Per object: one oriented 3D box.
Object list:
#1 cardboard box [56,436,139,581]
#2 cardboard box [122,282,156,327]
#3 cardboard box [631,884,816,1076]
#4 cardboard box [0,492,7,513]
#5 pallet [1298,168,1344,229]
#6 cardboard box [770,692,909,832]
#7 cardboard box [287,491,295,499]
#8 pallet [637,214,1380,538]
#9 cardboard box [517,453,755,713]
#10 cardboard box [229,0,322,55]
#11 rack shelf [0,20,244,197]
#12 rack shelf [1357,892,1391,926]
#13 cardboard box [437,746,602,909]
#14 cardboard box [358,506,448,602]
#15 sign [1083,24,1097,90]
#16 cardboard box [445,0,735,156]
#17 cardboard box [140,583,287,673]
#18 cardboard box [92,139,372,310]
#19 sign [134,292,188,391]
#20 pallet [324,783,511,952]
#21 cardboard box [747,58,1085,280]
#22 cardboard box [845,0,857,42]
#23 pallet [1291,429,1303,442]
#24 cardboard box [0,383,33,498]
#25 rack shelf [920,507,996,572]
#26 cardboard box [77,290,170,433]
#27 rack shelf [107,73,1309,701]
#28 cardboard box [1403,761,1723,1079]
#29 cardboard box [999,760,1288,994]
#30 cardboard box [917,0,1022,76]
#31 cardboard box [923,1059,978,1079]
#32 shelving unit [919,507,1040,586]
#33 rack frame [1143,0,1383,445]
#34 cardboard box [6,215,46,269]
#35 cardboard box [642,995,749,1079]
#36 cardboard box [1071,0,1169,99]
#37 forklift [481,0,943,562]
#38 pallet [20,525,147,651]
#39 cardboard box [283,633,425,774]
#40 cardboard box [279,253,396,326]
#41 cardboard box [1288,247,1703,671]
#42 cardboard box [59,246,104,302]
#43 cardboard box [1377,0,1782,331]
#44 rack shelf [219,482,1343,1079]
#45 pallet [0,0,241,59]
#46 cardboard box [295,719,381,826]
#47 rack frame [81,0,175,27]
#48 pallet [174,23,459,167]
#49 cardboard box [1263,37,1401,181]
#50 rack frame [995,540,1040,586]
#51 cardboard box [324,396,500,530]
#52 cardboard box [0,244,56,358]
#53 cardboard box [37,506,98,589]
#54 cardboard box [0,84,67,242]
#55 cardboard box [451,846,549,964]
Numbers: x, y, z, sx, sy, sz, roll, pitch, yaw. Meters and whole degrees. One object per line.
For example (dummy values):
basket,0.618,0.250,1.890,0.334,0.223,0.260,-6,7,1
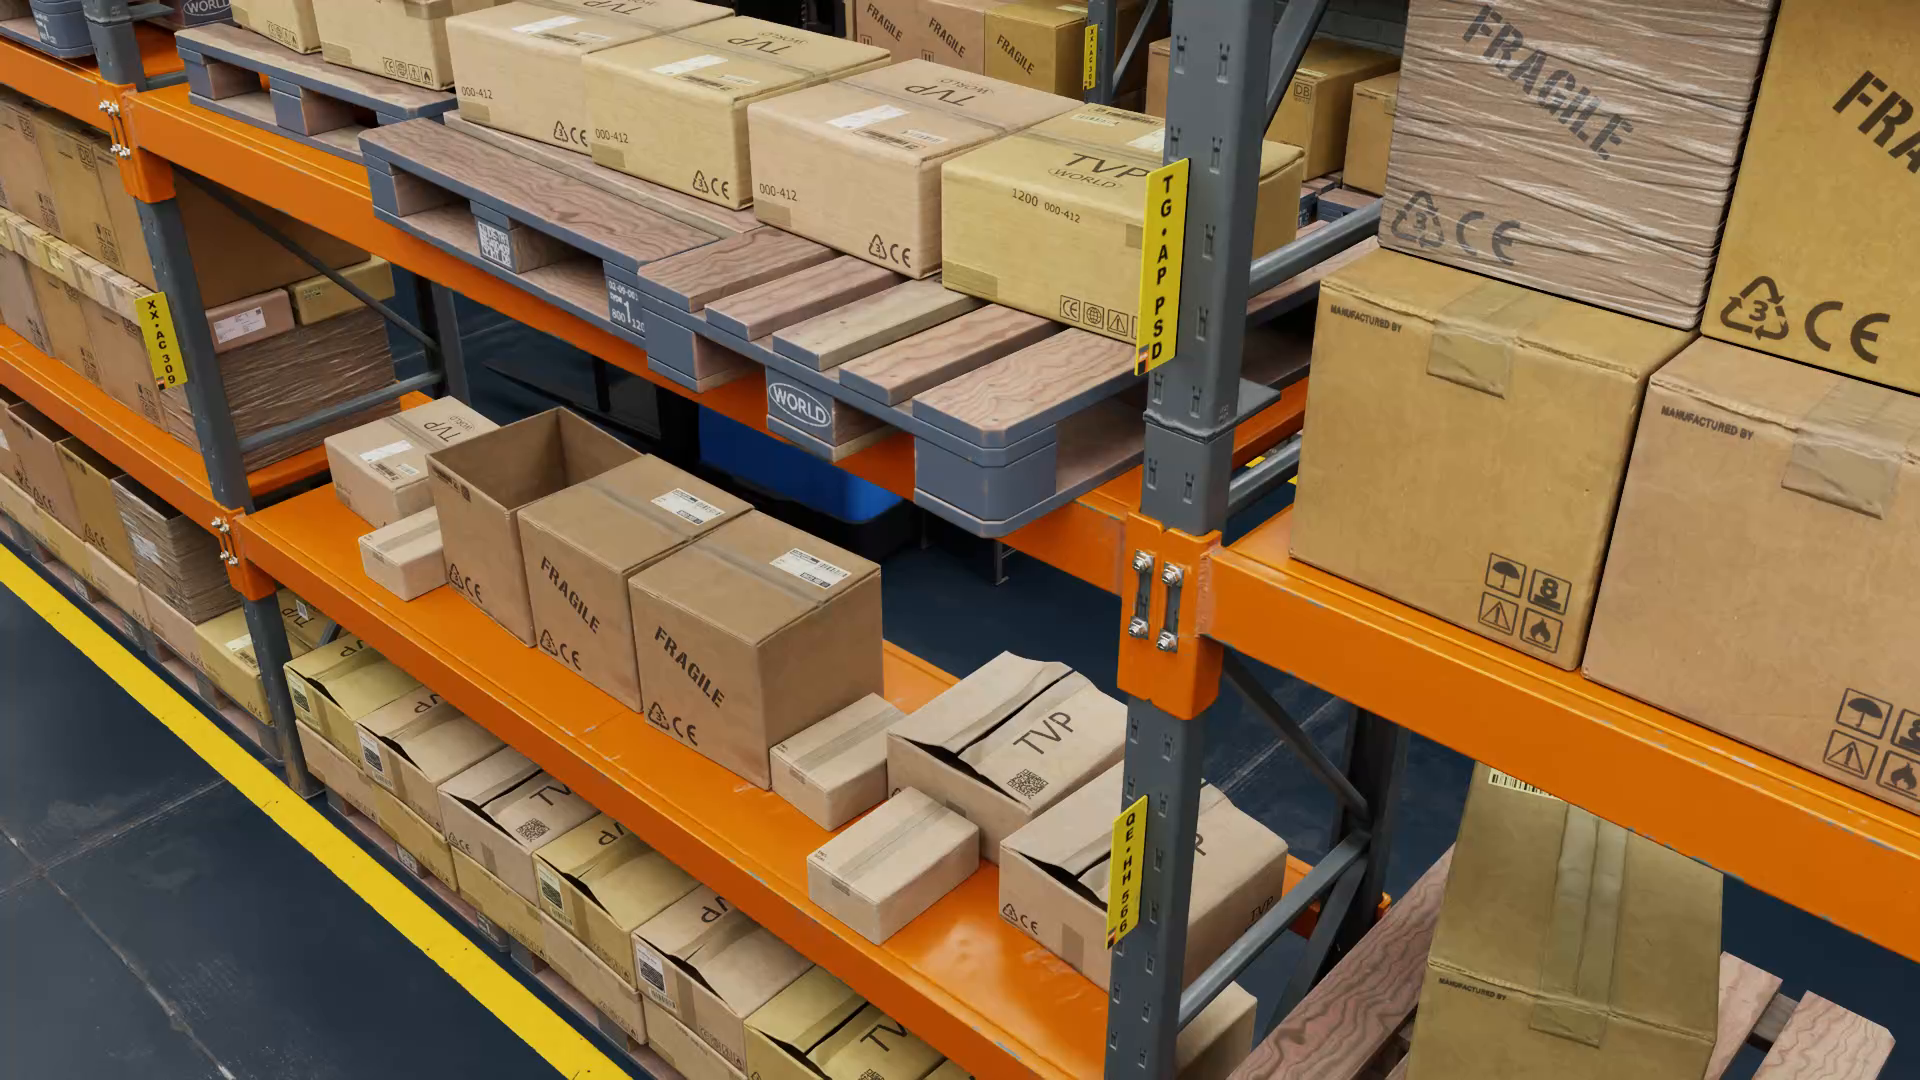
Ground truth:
cardboard box,-3.506,-0.216,7.232,0.500,0.500,0.500,25,39,35
cardboard box,-2.807,-0.886,6.087,0.250,0.149,0.380,24,39,34
cardboard box,-0.630,1.236,5.004,0.500,0.311,0.500,25,39,35
cardboard box,-4.624,-0.410,8.282,0.500,0.250,0.500,25,39,35
pallet,1.511,-1.960,8.783,1.213,0.211,1.003,25,39,35
cardboard box,-0.297,0.606,4.579,0.380,0.149,0.250,-26,40,-36
cardboard box,-2.789,-0.240,7.272,0.500,0.500,0.500,25,39,35
pallet,0.123,-0.487,3.425,1.003,0.211,1.213,27,40,37
cardboard box,-0.959,0.118,5.048,0.500,0.500,0.500,25,39,35
cardboard box,-1.829,-1.650,4.913,0.500,0.250,0.500,-25,39,-35
rack shelf,-3.763,-2.135,6.678,4.000,0.370,1.077,25,39,35
rack shelf,2.169,1.918,2.853,4.000,0.370,1.077,25,39,35
cardboard box,-1.388,0.884,5.589,0.500,0.311,0.500,24,38,34
cardboard box,-1.760,0.026,5.542,0.250,0.149,0.380,25,39,35
sign,0.683,-2.523,8.693,0.005,0.325,0.100,25,39,35
cardboard box,-0.903,-1.182,4.135,0.500,0.250,0.500,21,37,31
cardboard box,-3.134,0.278,7.139,0.500,0.250,0.500,25,39,35
cardboard box,-2.613,-1.216,6.007,0.500,0.500,0.700,25,39,35
sign,-2.651,-0.658,5.519,0.005,0.325,0.100,25,39,35
pallet,-1.707,0.968,6.437,1.213,0.211,1.003,25,39,35
cardboard box,-0.089,-0.793,3.489,0.500,0.250,0.500,26,40,36
cardboard box,-0.642,-3.202,10.059,0.500,0.500,0.500,26,40,36
pallet,2.529,-0.476,8.836,1.213,0.211,1.003,25,39,35
cardboard box,-4.246,-0.563,7.808,0.500,0.500,0.500,25,39,35
rack shelf,0.123,-0.231,7.981,0.480,0.518,0.431,25,39,35
cardboard box,-3.008,-0.840,6.641,0.500,0.500,0.700,25,39,35
rack shelf,-0.797,-0.751,4.379,4.000,0.370,1.077,25,39,35
cardboard box,1.229,0.870,3.392,0.500,0.500,0.700,12,33,19
cardboard box,0.446,0.814,4.077,0.500,0.311,0.500,-27,40,-37
cardboard box,0.110,-2.843,9.464,0.500,0.500,0.500,25,39,35
cardboard box,0.132,1.589,4.418,0.500,0.311,0.500,26,40,36
shelving unit,0.123,-0.842,7.613,0.503,2.100,0.431,25,39,35
rack frame,0.686,-1.652,2.270,0.127,3.000,1.000,25,39,35
cardboard box,-3.565,-1.239,6.675,0.250,0.149,0.380,26,40,36
cardboard box,-0.623,1.475,5.150,0.500,0.250,0.500,26,40,36
cardboard box,0.833,-2.870,9.508,0.500,0.500,0.500,24,38,34
forklift,-1.339,-1.738,8.296,3.031,2.935,1.130,22,37,32
pallet,-3.750,0.015,8.021,1.213,0.211,1.003,25,39,35
cardboard box,-2.140,0.530,6.177,0.500,0.311,0.500,25,39,35
cardboard box,-2.349,-0.954,6.201,0.250,0.149,0.380,25,39,35
cardboard box,1.032,-0.272,2.788,0.500,0.500,0.910,25,39,35
cardboard box,-3.198,-1.066,6.386,0.250,0.149,0.380,25,39,35
cardboard box,1.005,-0.685,2.505,0.500,0.500,0.500,25,39,35
rack shelf,-0.797,0.534,5.152,4.000,0.370,1.077,25,39,35
pallet,-2.929,-1.999,5.840,1.213,0.211,1.003,25,39,35
cardboard box,-2.147,0.766,6.328,0.500,0.250,0.500,24,38,34
rack frame,-2.280,-3.037,4.569,0.127,3.000,1.000,25,39,35
pallet,-1.617,-1.369,4.893,1.217,0.209,0.805,23,38,33
cardboard box,1.806,-2.208,8.486,0.700,0.500,0.500,-25,39,-35
rack frame,0.304,-0.758,7.473,0.015,2.100,0.400,25,39,35
cardboard box,-1.885,-0.248,5.900,0.500,0.250,0.500,-27,40,-37
cardboard box,-3.758,-1.192,7.225,0.500,0.500,0.700,26,40,36
cardboard box,-3.886,-0.062,7.704,0.500,0.250,0.500,25,39,35
cardboard box,-3.359,-1.564,6.585,0.500,0.500,0.700,25,39,35
cardboard box,-1.383,1.122,5.737,0.500,0.250,0.500,24,38,34
